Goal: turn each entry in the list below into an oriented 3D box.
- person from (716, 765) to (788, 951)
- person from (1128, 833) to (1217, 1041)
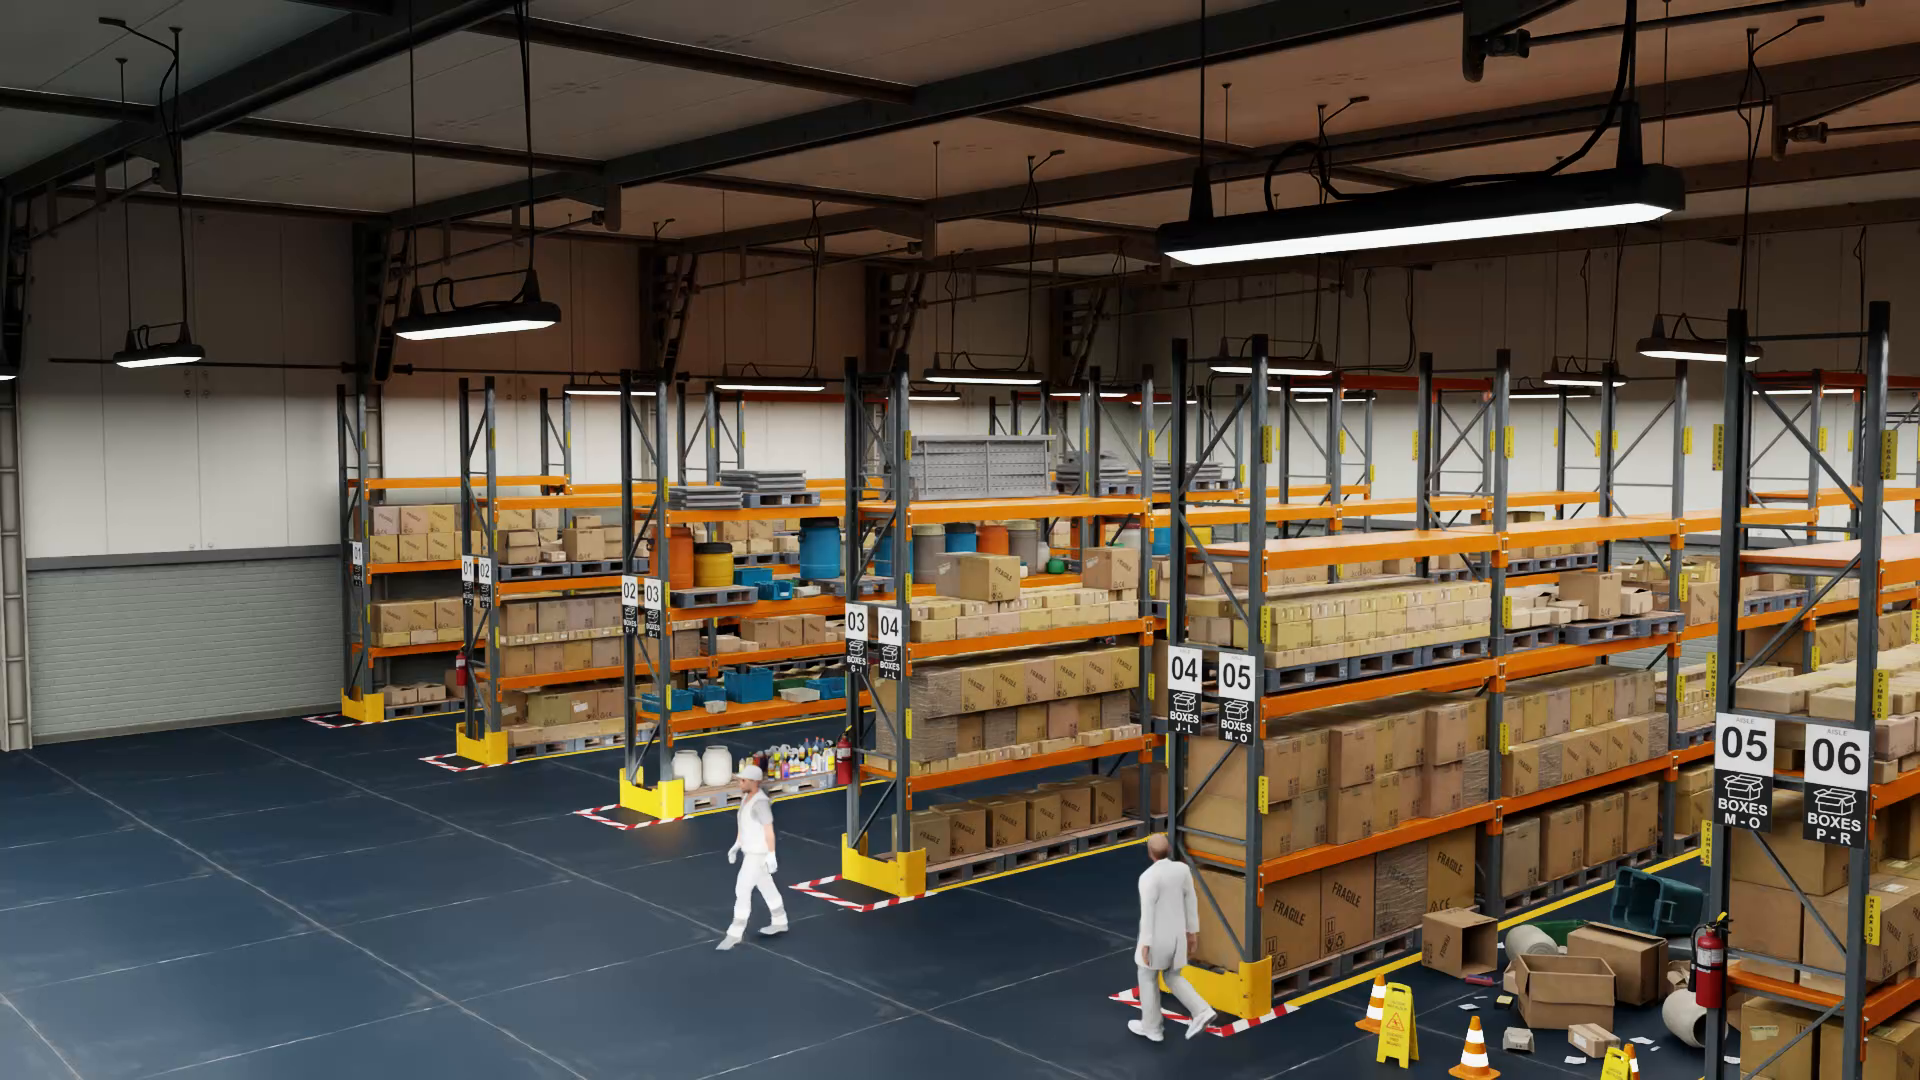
[{"bbox_3d":[-2.121,3.180,16.835,0.805,1.804,0.577,-1,4,-20],"label":"person"},{"bbox_3d":[1.772,3.357,13.979,0.592,1.758,0.838,-3,5,-38],"label":"person"}]
